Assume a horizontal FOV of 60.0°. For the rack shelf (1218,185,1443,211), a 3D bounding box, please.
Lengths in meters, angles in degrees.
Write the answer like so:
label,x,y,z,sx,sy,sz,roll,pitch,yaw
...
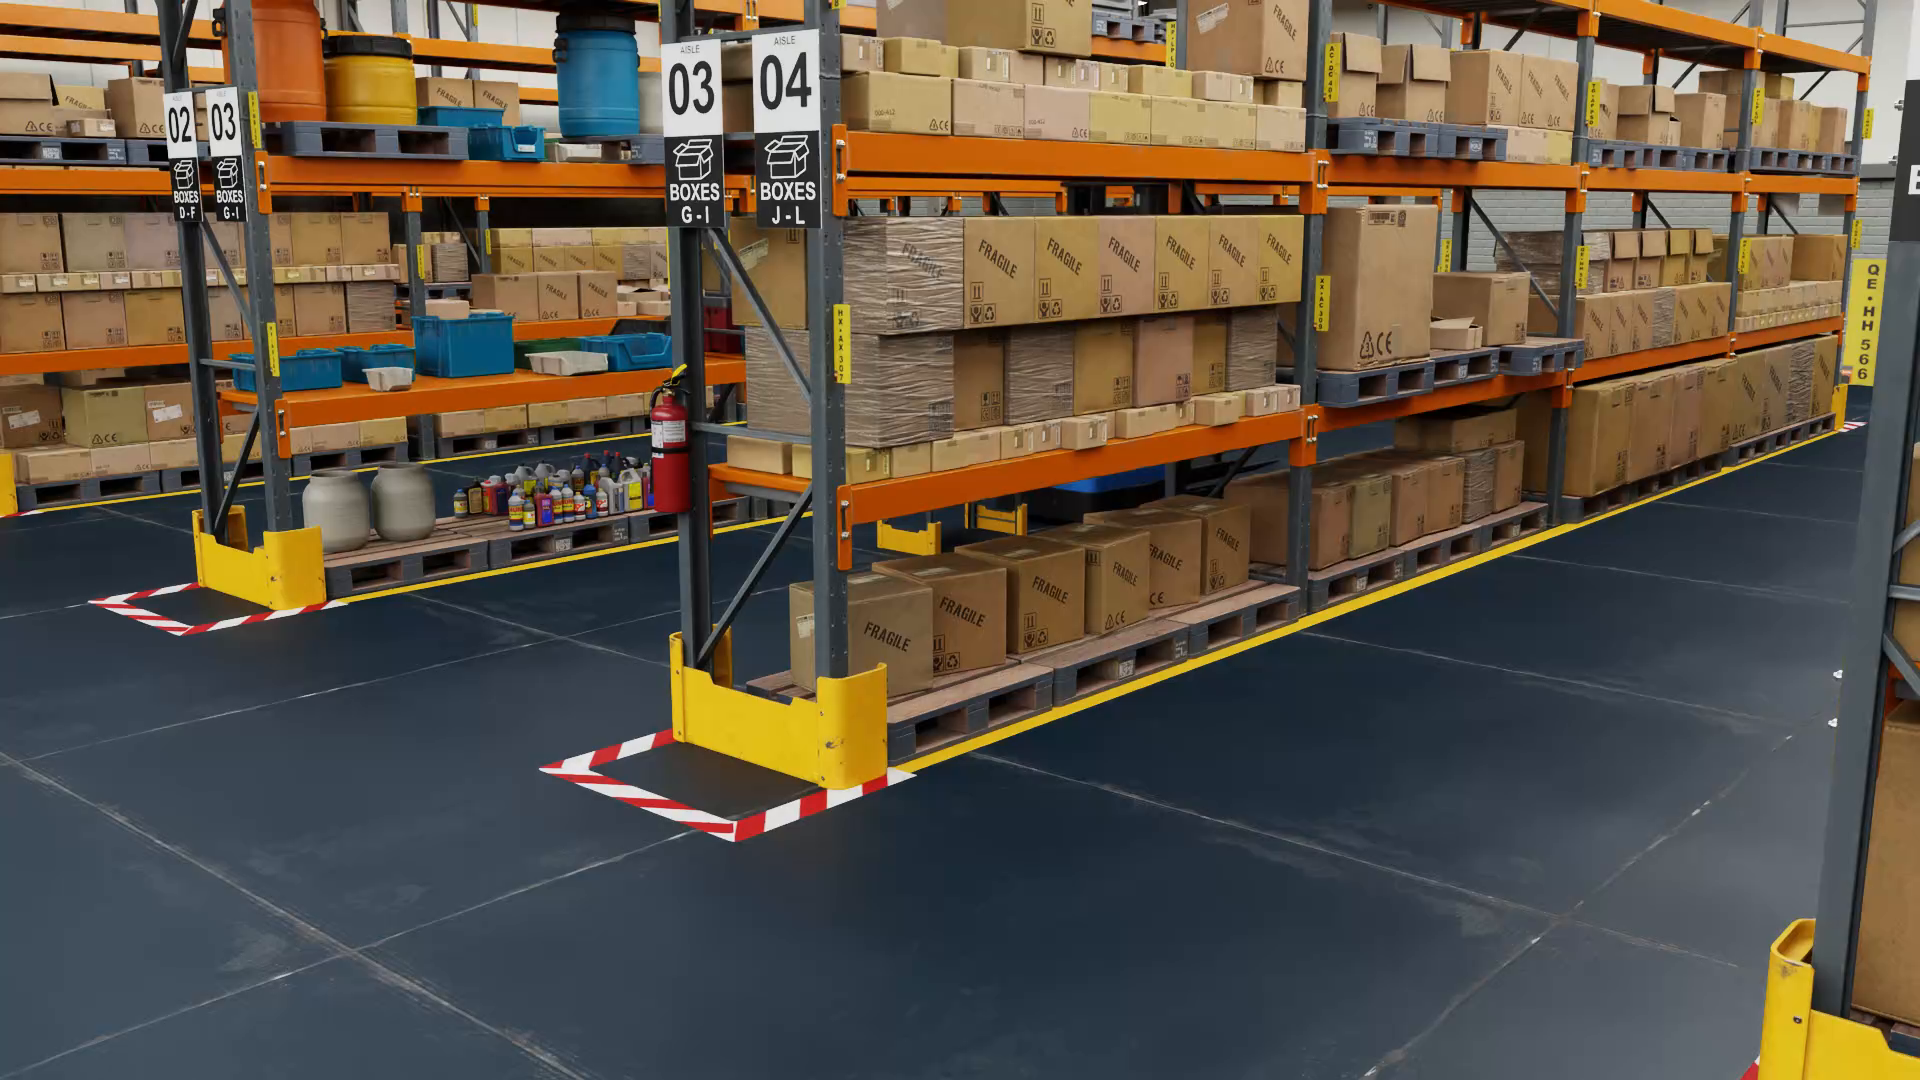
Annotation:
label,x,y,z,sx,sy,sz,roll,pitch,yaw
rack shelf,4.619,-4.283,20.674,1.077,0.370,4.000,10,15,40

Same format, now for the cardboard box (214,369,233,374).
label,x,y,z,sx,sy,sz,roll,pitch,yaw
cardboard box,-6.901,-1.385,16.019,0.500,0.500,0.500,10,15,40

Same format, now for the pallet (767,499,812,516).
label,x,y,z,sx,sy,sz,roll,pitch,yaw
pallet,-1.493,-0.446,14.408,1.003,0.211,1.213,10,15,40

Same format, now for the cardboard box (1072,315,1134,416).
label,x,y,z,sx,sy,sz,roll,pitch,yaw
cardboard box,0.423,-0.966,8.874,0.875,0.500,0.500,10,15,40

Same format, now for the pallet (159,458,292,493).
label,x,y,z,sx,sy,sz,roll,pitch,yaw
pallet,-7.062,-0.675,15.552,1.003,0.211,1.213,10,15,40

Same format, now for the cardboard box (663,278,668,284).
label,x,y,z,sx,sy,sz,roll,pitch,yaw
cardboard box,-4.507,-3.879,25.065,0.380,0.149,0.250,10,15,42

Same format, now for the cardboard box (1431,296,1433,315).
label,x,y,z,sx,sy,sz,roll,pitch,yaw
cardboard box,2.814,-1.577,11.610,0.637,0.503,0.797,-10,15,-42

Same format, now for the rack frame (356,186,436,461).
label,x,y,z,sx,sy,sz,roll,pitch,yaw
rack frame,-5.700,-2.334,16.740,1.000,3.000,0.127,10,15,40

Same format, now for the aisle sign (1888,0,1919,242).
label,x,y,z,sx,sy,sz,roll,pitch,yaw
aisle sign,2.485,-1.111,3.980,0.394,0.787,0.004,10,15,40

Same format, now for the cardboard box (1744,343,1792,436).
label,x,y,z,sx,sy,sz,roll,pitch,yaw
cardboard box,8.109,-1.613,17.482,0.875,0.875,0.875,10,15,40

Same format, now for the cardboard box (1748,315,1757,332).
label,x,y,z,sx,sy,sz,roll,pitch,yaw
cardboard box,7.638,-2.146,16.438,0.380,0.149,0.250,9,14,38

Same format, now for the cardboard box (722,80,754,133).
label,x,y,z,sx,sy,sz,roll,pitch,yaw
cardboard box,-0.774,-1.966,7.619,0.500,0.250,0.500,10,15,42

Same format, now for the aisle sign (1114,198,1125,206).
label,x,y,z,sx,sy,sz,roll,pitch,yaw
aisle sign,2.496,-5.345,25.177,0.394,0.787,0.004,10,15,40

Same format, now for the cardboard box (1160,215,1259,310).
label,x,y,z,sx,sy,sz,roll,pitch,yaw
cardboard box,1.319,-1.563,9.309,0.500,0.500,0.500,10,15,40

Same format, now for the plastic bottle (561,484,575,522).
label,x,y,z,sx,sy,sz,roll,pitch,yaw
plastic bottle,-2.899,-0.274,12.269,0.097,0.271,0.097,0,11,0

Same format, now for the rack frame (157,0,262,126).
label,x,y,z,sx,sy,sz,roll,pitch,yaw
rack frame,-4.622,-4.047,9.997,1.000,3.000,0.127,10,15,40

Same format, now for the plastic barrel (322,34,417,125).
label,x,y,z,sx,sy,sz,roll,pitch,yaw
plastic barrel,-3.965,-3.058,11.153,0.600,0.588,0.600,0,11,0

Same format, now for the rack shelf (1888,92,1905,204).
label,x,y,z,sx,sy,sz,roll,pitch,yaw
rack shelf,4.078,-1.221,5.343,1.077,0.370,4.000,10,15,40

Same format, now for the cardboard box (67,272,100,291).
label,x,y,z,sx,sy,sz,roll,pitch,yaw
cardboard box,-7.582,-2.219,14.249,0.380,0.149,0.250,10,15,41

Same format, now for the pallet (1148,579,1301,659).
label,x,y,z,sx,sy,sz,roll,pitch,yaw
pallet,1.322,0.418,10.080,1.003,0.211,1.213,10,15,40

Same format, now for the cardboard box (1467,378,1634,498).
label,x,y,z,sx,sy,sz,roll,pitch,yaw
cardboard box,4.850,-0.904,13.933,1.225,0.875,0.875,9,14,38

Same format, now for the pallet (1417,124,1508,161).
label,x,y,z,sx,sy,sz,roll,pitch,yaw
pallet,2.909,-2.662,11.201,1.213,0.211,1.003,10,15,40

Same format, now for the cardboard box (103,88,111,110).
label,x,y,z,sx,sy,sz,roll,pitch,yaw
cardboard box,-9.551,-4.886,18.996,0.500,0.500,0.500,8,14,36

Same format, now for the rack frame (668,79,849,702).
label,x,y,z,sx,sy,sz,roll,pitch,yaw
rack frame,-0.902,-0.464,7.378,1.000,3.000,0.127,10,15,40

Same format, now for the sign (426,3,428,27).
label,x,y,z,sx,sy,sz,roll,pitch,yaw
sign,-7.203,-7.112,22.552,0.100,0.325,0.005,10,15,40

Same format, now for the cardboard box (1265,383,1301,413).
label,x,y,z,sx,sy,sz,roll,pitch,yaw
cardboard box,1.818,-0.860,10.001,0.380,0.149,0.250,10,15,40

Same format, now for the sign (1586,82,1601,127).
label,x,y,z,sx,sy,sz,roll,pitch,yaw
sign,4.785,-3.295,12.574,0.100,0.325,0.005,10,15,40

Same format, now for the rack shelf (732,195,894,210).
label,x,y,z,sx,sy,sz,roll,pitch,yaw
rack shelf,-2.823,-5.564,27.087,1.077,0.370,4.000,10,15,40

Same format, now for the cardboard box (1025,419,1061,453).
label,x,y,z,sx,sy,sz,roll,pitch,yaw
cardboard box,0.286,-0.537,8.384,0.380,0.149,0.250,10,15,40

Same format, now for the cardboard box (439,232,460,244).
label,x,y,z,sx,sy,sz,roll,pitch,yaw
cardboard box,-6.988,-4.091,22.500,0.380,0.149,0.250,7,14,33

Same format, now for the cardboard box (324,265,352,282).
label,x,y,z,sx,sy,sz,roll,pitch,yaw
cardboard box,-6.054,-2.559,15.952,0.380,0.149,0.250,9,15,39

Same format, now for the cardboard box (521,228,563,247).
label,x,y,z,sx,sy,sz,roll,pitch,yaw
cardboard box,-5.936,-4.248,23.340,0.500,0.250,0.500,9,15,40

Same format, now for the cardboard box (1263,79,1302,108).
label,x,y,z,sx,sy,sz,roll,pitch,yaw
cardboard box,1.741,-2.561,9.580,0.380,0.149,0.250,10,15,42

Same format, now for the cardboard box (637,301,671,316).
label,x,y,z,sx,sy,sz,roll,pitch,yaw
cardboard box,-3.446,-2.632,18.870,0.380,0.149,0.250,10,15,40

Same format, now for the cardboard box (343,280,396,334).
label,x,y,z,sx,sy,sz,roll,pitch,yaw
cardboard box,-5.988,-2.317,16.399,0.700,0.500,0.500,9,15,39

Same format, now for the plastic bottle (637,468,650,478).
label,x,y,z,sx,sy,sz,roll,pitch,yaw
plastic bottle,-2.445,-0.429,13.030,0.152,0.276,0.135,10,15,40

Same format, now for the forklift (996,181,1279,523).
label,x,y,z,sx,sy,sz,roll,pitch,yaw
forklift,1.658,-1.777,14.124,1.130,2.935,3.031,10,15,41

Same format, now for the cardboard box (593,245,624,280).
label,x,y,z,sx,sy,sz,roll,pitch,yaw
cardboard box,-5.251,-4.032,24.175,0.500,0.500,0.500,10,15,42

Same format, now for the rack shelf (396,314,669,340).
label,x,y,z,sx,sy,sz,roll,pitch,yaw
rack shelf,-4.380,-2.276,18.284,1.077,0.370,4.000,10,15,40

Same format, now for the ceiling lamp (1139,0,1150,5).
label,x,y,z,sx,sy,sz,roll,pitch,yaw
ceiling lamp,2.166,-10.612,27.966,2.000,3.185,0.800,10,15,40

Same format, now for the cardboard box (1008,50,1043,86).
label,x,y,z,sx,sy,sz,roll,pitch,yaw
cardboard box,0.168,-2.213,7.838,0.380,0.149,0.250,10,15,40

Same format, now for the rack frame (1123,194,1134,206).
label,x,y,z,sx,sy,sz,roll,pitch,yaw
rack frame,2.221,-4.100,25.580,1.000,3.000,0.127,10,15,40

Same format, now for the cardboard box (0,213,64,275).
label,x,y,z,sx,sy,sz,roll,pitch,yaw
cardboard box,-7.988,-2.506,14.031,0.700,0.500,0.500,10,15,41

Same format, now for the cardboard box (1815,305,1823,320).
label,x,y,z,sx,sy,sz,roll,pitch,yaw
cardboard box,9.169,-2.488,18.152,0.380,0.149,0.250,10,15,41

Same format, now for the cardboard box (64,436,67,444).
label,x,y,z,sx,sy,sz,roll,pitch,yaw
cardboard box,-7.888,-0.796,14.984,0.500,0.250,0.500,10,15,40

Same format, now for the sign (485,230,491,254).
label,x,y,z,sx,sy,sz,roll,pitch,yaw
sign,-6.369,-4.023,22.440,0.100,0.325,0.005,10,15,40

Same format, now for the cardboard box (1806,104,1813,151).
label,x,y,z,sx,sy,sz,roll,pitch,yaw
cardboard box,8.590,-4.360,17.643,0.700,0.500,0.500,9,14,37

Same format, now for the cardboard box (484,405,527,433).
label,x,y,z,sx,sy,sz,roll,pitch,yaw
cardboard box,-4.909,-1.294,17.481,0.500,0.250,0.500,10,15,42

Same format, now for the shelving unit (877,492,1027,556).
label,x,y,z,sx,sy,sz,roll,pitch,yaw
shelving unit,-0.050,-0.724,12.508,0.587,1.500,1.083,10,15,40

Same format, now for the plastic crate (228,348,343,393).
label,x,y,z,sx,sy,sz,roll,pitch,yaw
plastic crate,-4.517,-1.144,11.161,0.499,0.251,0.616,10,15,40

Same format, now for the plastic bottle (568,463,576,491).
label,x,y,z,sx,sy,sz,roll,pitch,yaw
plastic bottle,-3.091,-0.465,13.194,0.061,0.283,0.133,11,15,43

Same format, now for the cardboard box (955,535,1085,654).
label,x,y,z,sx,sy,sz,roll,pitch,yaw
cardboard box,0.319,0.284,8.943,0.500,0.500,0.500,-10,15,-42

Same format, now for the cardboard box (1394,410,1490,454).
label,x,y,z,sx,sy,sz,roll,pitch,yaw
cardboard box,3.617,-0.817,12.489,0.500,0.250,0.500,-10,15,-41

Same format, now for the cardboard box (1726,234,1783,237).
label,x,y,z,sx,sy,sz,roll,pitch,yaw
cardboard box,8.810,-3.149,18.529,0.500,0.500,0.500,9,15,39

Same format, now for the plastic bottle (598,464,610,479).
label,x,y,z,sx,sy,sz,roll,pitch,yaw
plastic bottle,-2.831,-0.469,13.244,0.097,0.271,0.097,0,11,0

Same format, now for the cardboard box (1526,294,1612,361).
label,x,y,z,sx,sy,sz,roll,pitch,yaw
cardboard box,4.904,-1.727,13.443,0.500,0.500,0.500,10,15,42

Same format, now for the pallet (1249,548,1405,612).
label,x,y,z,sx,sy,sz,roll,pitch,yaw
pallet,2.252,0.200,11.172,1.003,0.211,1.213,10,15,40

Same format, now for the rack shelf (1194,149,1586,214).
label,x,y,z,sx,sy,sz,roll,pitch,yaw
rack shelf,3.059,-2.465,11.575,1.077,0.370,4.000,10,15,40
